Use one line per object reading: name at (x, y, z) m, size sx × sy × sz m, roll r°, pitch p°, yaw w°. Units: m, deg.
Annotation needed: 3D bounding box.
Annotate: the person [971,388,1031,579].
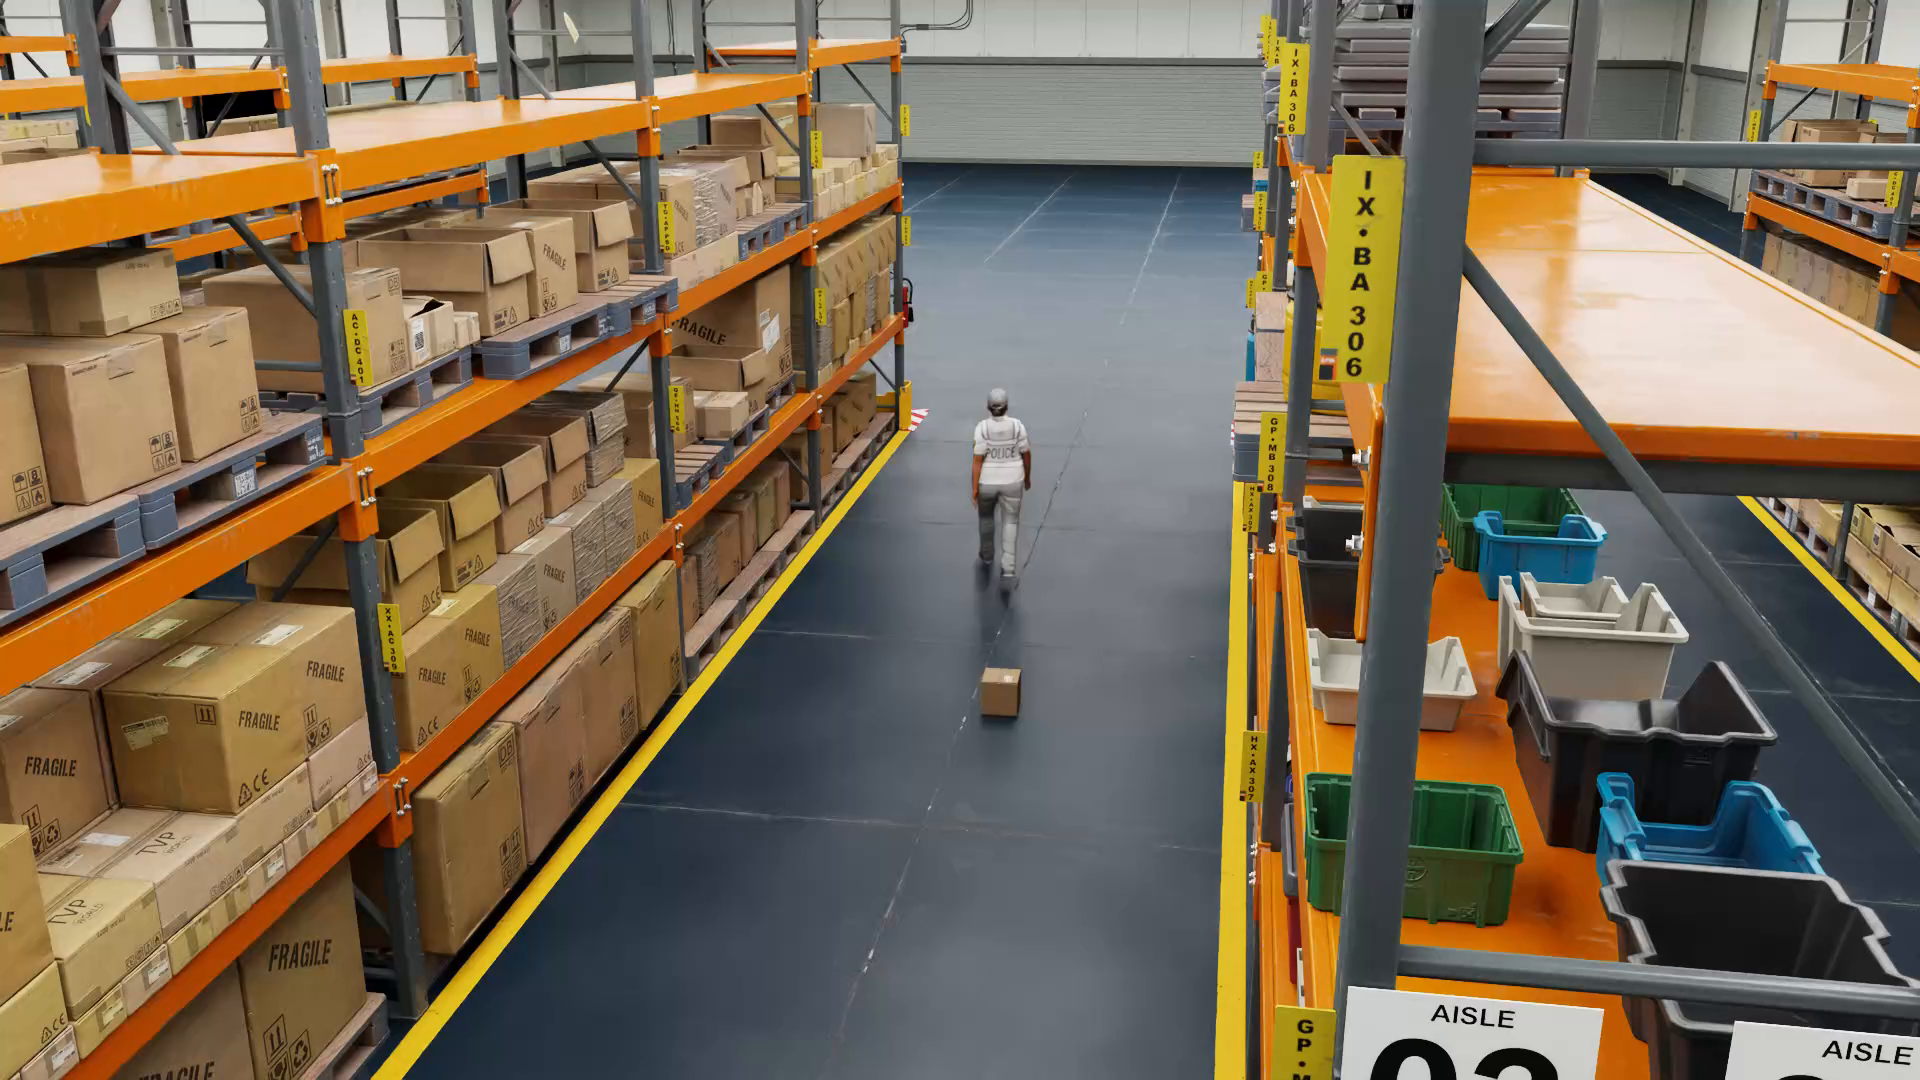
person at (0.349, -0.495, 14.069) m, size 0.511 × 1.614 × 0.992 m, roll 0°, pitch 18°, yaw 0°
